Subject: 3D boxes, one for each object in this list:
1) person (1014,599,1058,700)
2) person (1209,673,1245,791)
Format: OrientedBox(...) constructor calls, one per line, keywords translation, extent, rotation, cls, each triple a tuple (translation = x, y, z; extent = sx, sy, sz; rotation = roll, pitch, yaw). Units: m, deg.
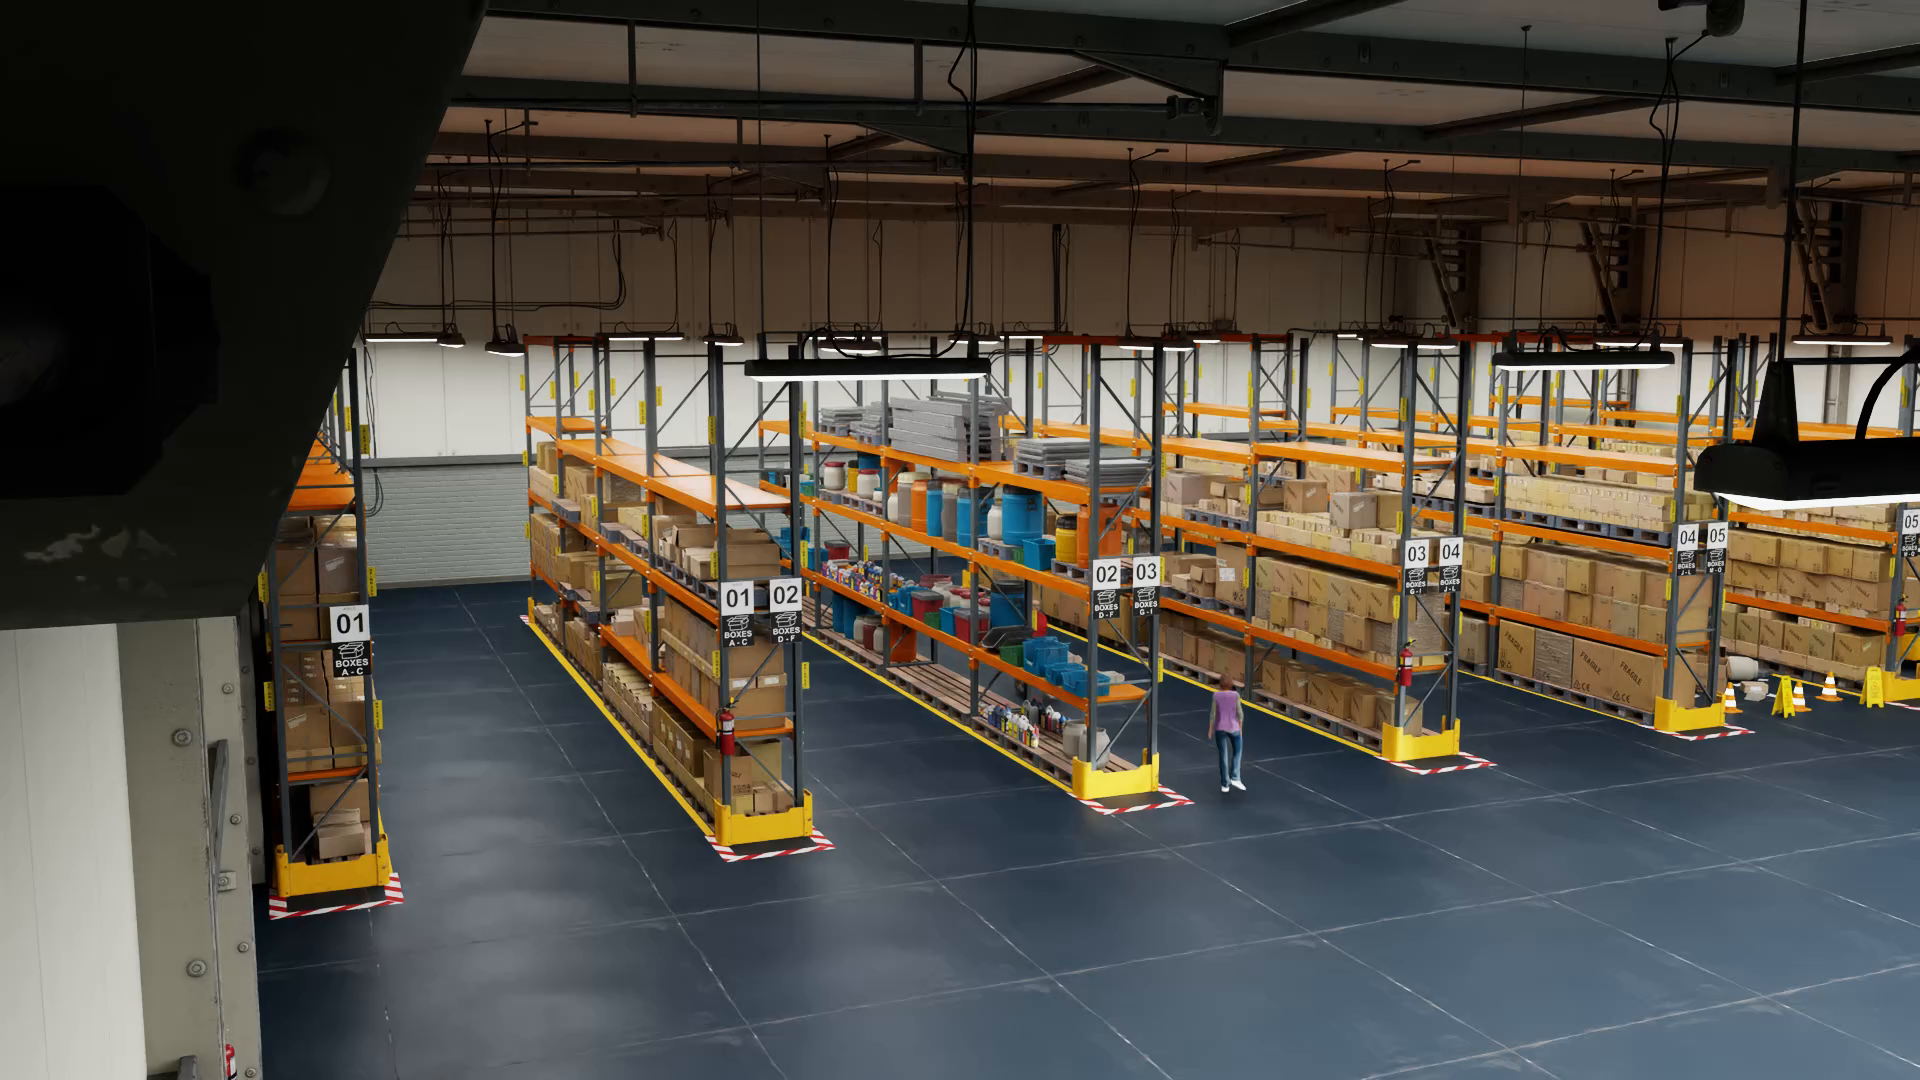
OrientedBox(translation=(1.238, 1.811, 27.764), extent=(0.565, 1.660, 1.099), rotation=(-4, 8, -26), cls="person")
OrientedBox(translation=(3.580, 2.587, 22.319), extent=(0.503, 1.600, 0.488), rotation=(2, 8, 15), cls="person")
